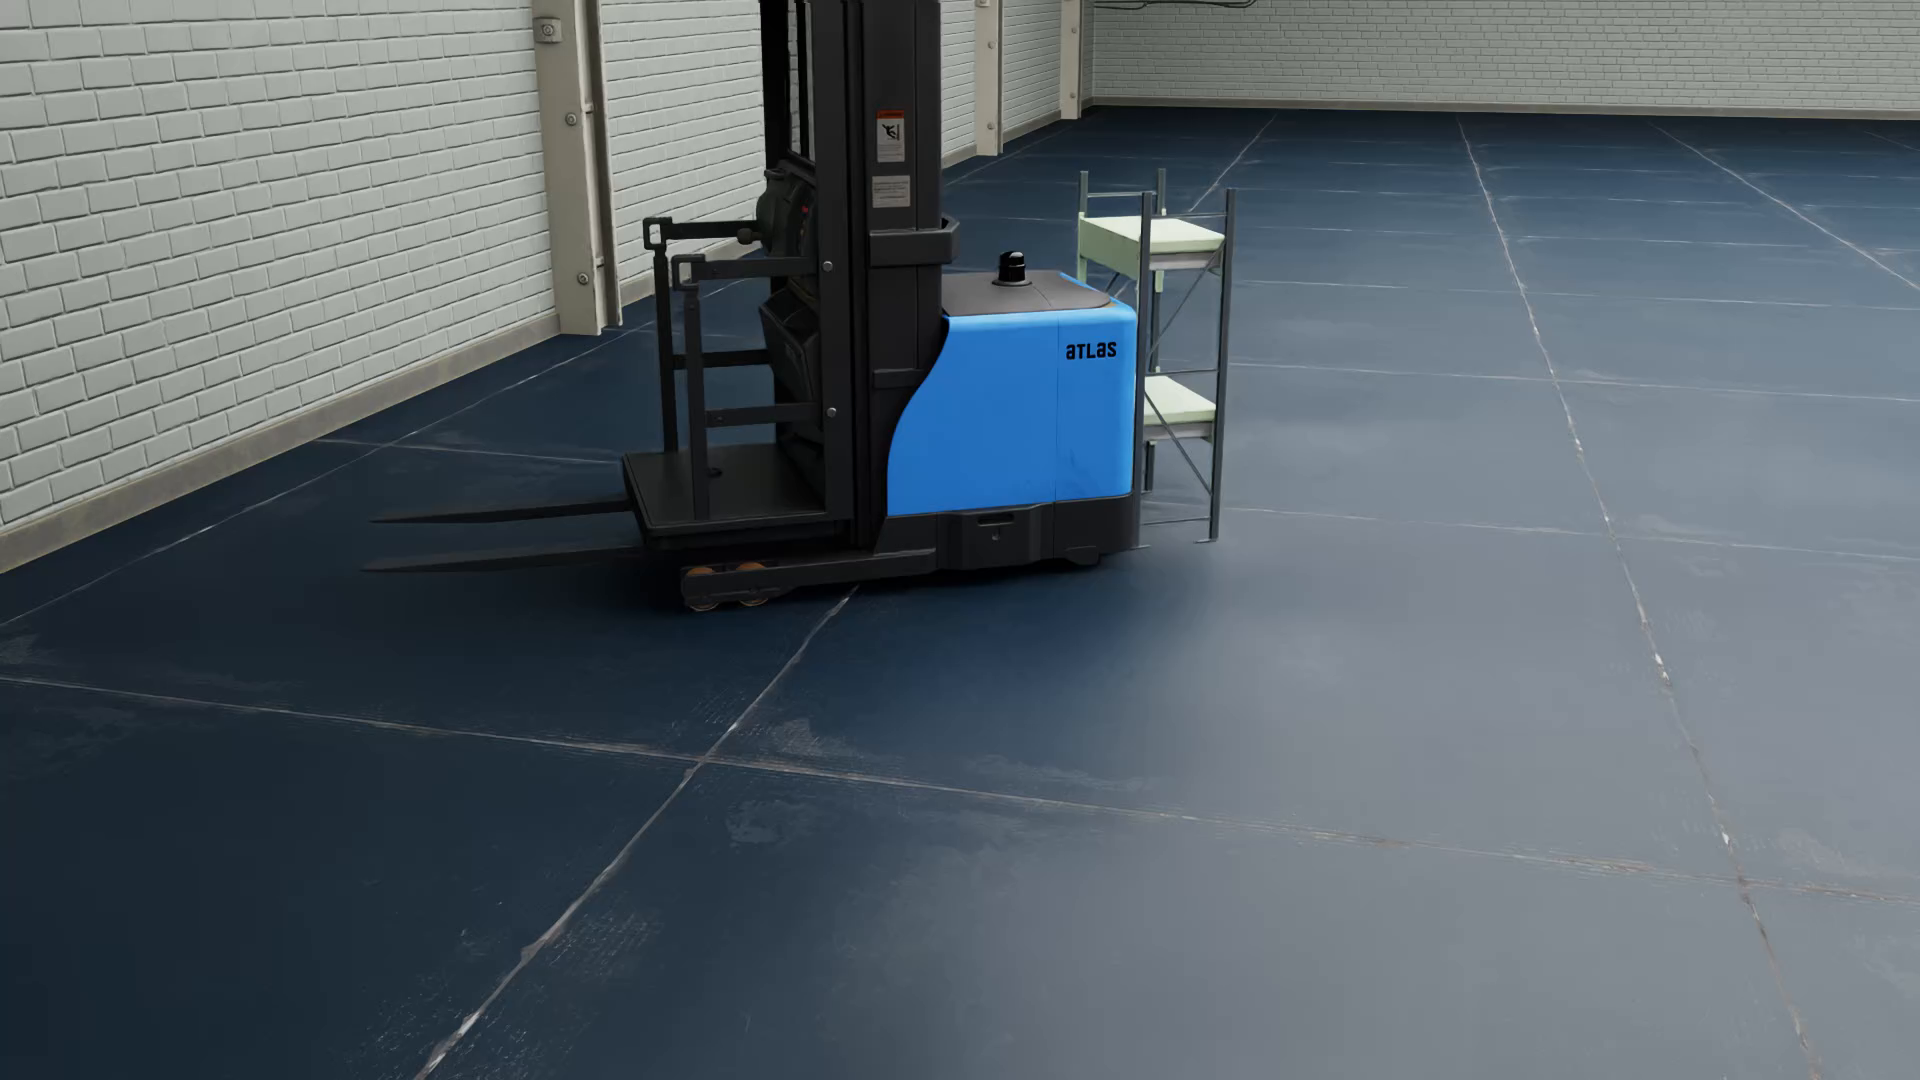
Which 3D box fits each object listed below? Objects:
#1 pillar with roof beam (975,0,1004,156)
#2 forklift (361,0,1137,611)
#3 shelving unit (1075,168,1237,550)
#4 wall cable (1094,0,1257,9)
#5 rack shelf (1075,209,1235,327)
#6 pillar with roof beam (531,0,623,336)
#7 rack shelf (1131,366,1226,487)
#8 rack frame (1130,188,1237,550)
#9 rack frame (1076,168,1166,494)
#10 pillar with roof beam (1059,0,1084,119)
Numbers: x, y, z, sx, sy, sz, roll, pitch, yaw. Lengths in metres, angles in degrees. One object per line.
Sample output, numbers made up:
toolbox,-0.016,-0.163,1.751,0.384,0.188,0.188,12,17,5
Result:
pillar with roof beam,4.559,-9.135,20.010,9.100,9.000,0.400,5,19,13
forklift,-0.859,-1.303,6.469,3.031,2.935,1.130,-5,20,-15
shelving unit,0.816,-0.803,7.217,0.431,1.500,0.755,-5,20,-15
wall cable,3.852,-10.705,29.411,3.097,2.526,0.112,5,19,13
rack shelf,0.816,-1.172,7.091,0.431,0.370,0.720,-5,20,-15
pillar with roof beam,1.627,-5.374,8.998,9.100,9.000,0.400,5,19,13
rack shelf,0.816,-0.494,7.323,0.431,0.370,0.720,-5,20,-15
rack frame,0.917,-0.689,6.885,0.400,1.500,0.023,-5,20,-15
rack frame,0.714,-0.916,7.550,0.400,1.500,0.023,-5,20,-15
pillar with roof beam,6.025,-11.016,25.516,9.100,9.000,0.400,5,19,13
